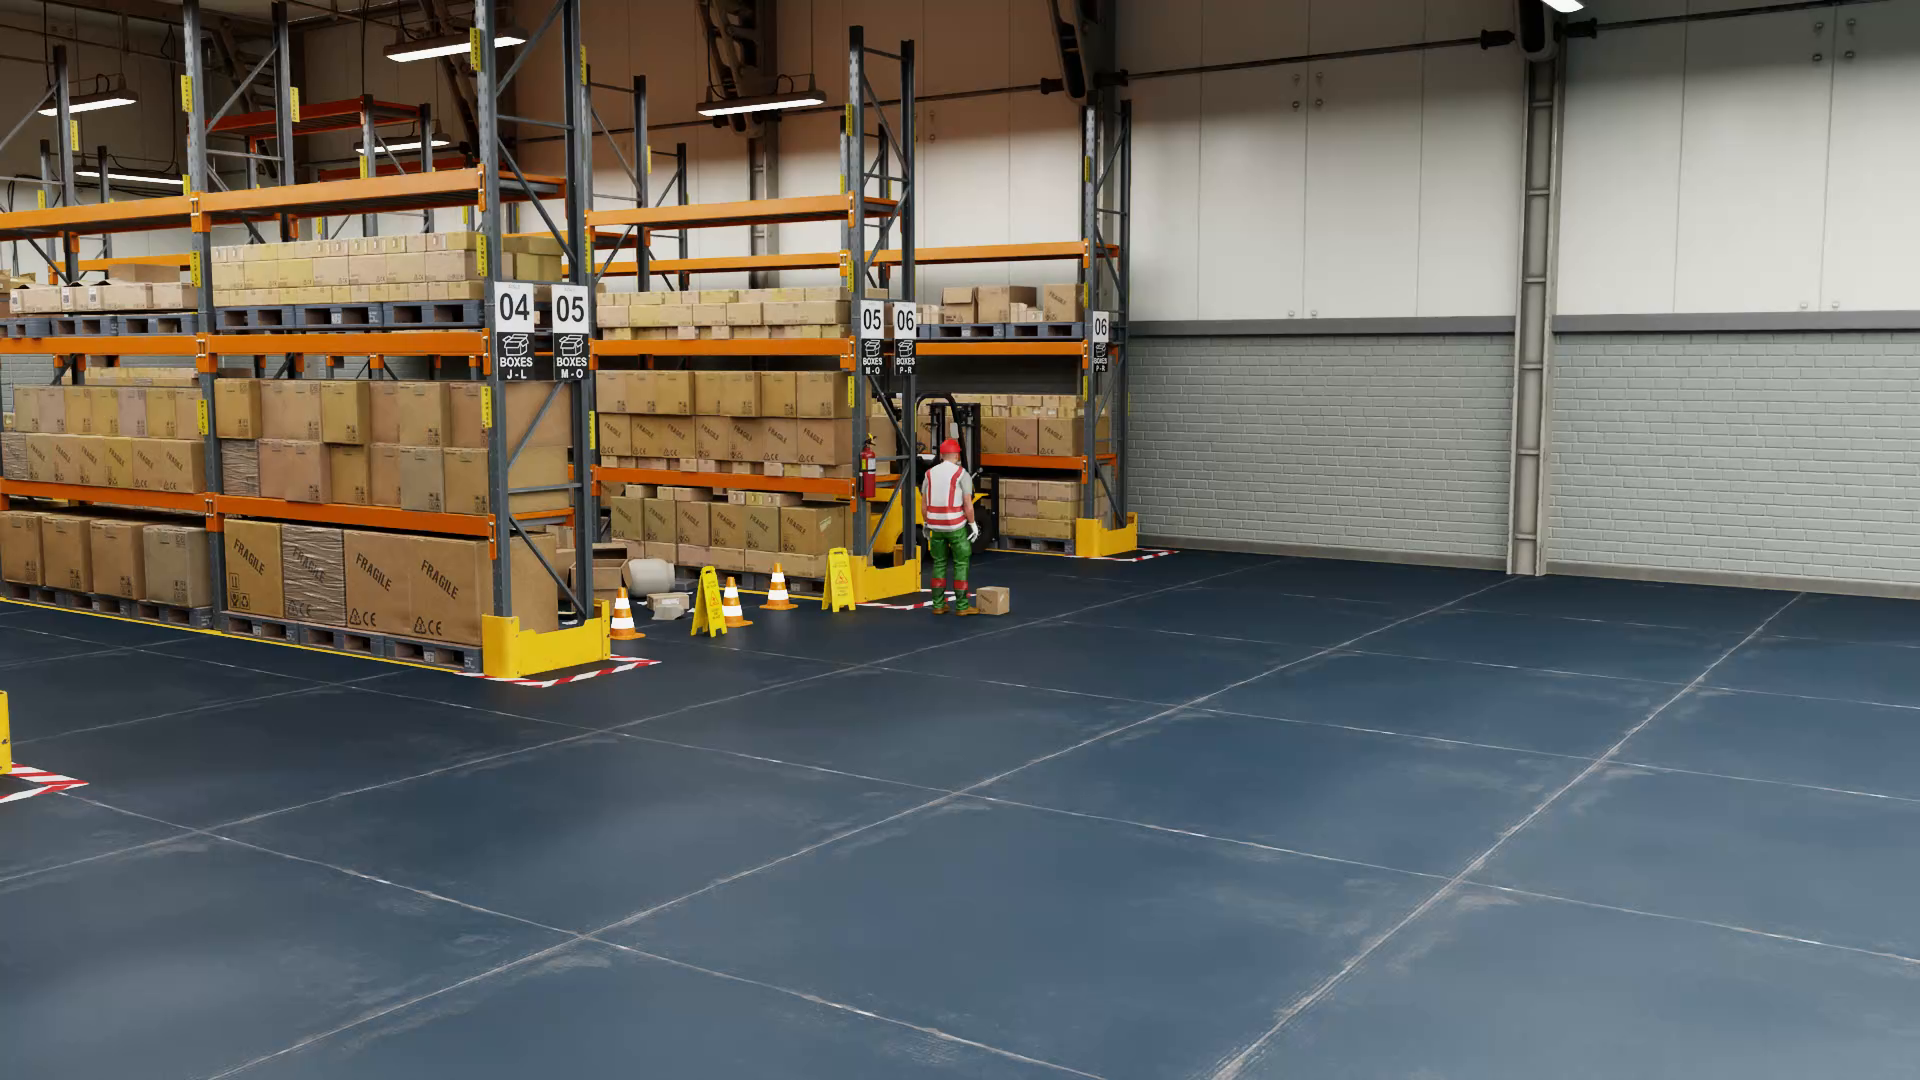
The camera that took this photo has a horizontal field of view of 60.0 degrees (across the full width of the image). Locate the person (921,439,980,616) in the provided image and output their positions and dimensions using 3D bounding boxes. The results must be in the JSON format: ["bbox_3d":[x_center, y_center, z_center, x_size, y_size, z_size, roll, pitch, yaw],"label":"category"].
[{"bbox_3d":[-0.105,-0.134,16.873,0.610,1.780,0.445,3,7,28],"label":"person"}]
